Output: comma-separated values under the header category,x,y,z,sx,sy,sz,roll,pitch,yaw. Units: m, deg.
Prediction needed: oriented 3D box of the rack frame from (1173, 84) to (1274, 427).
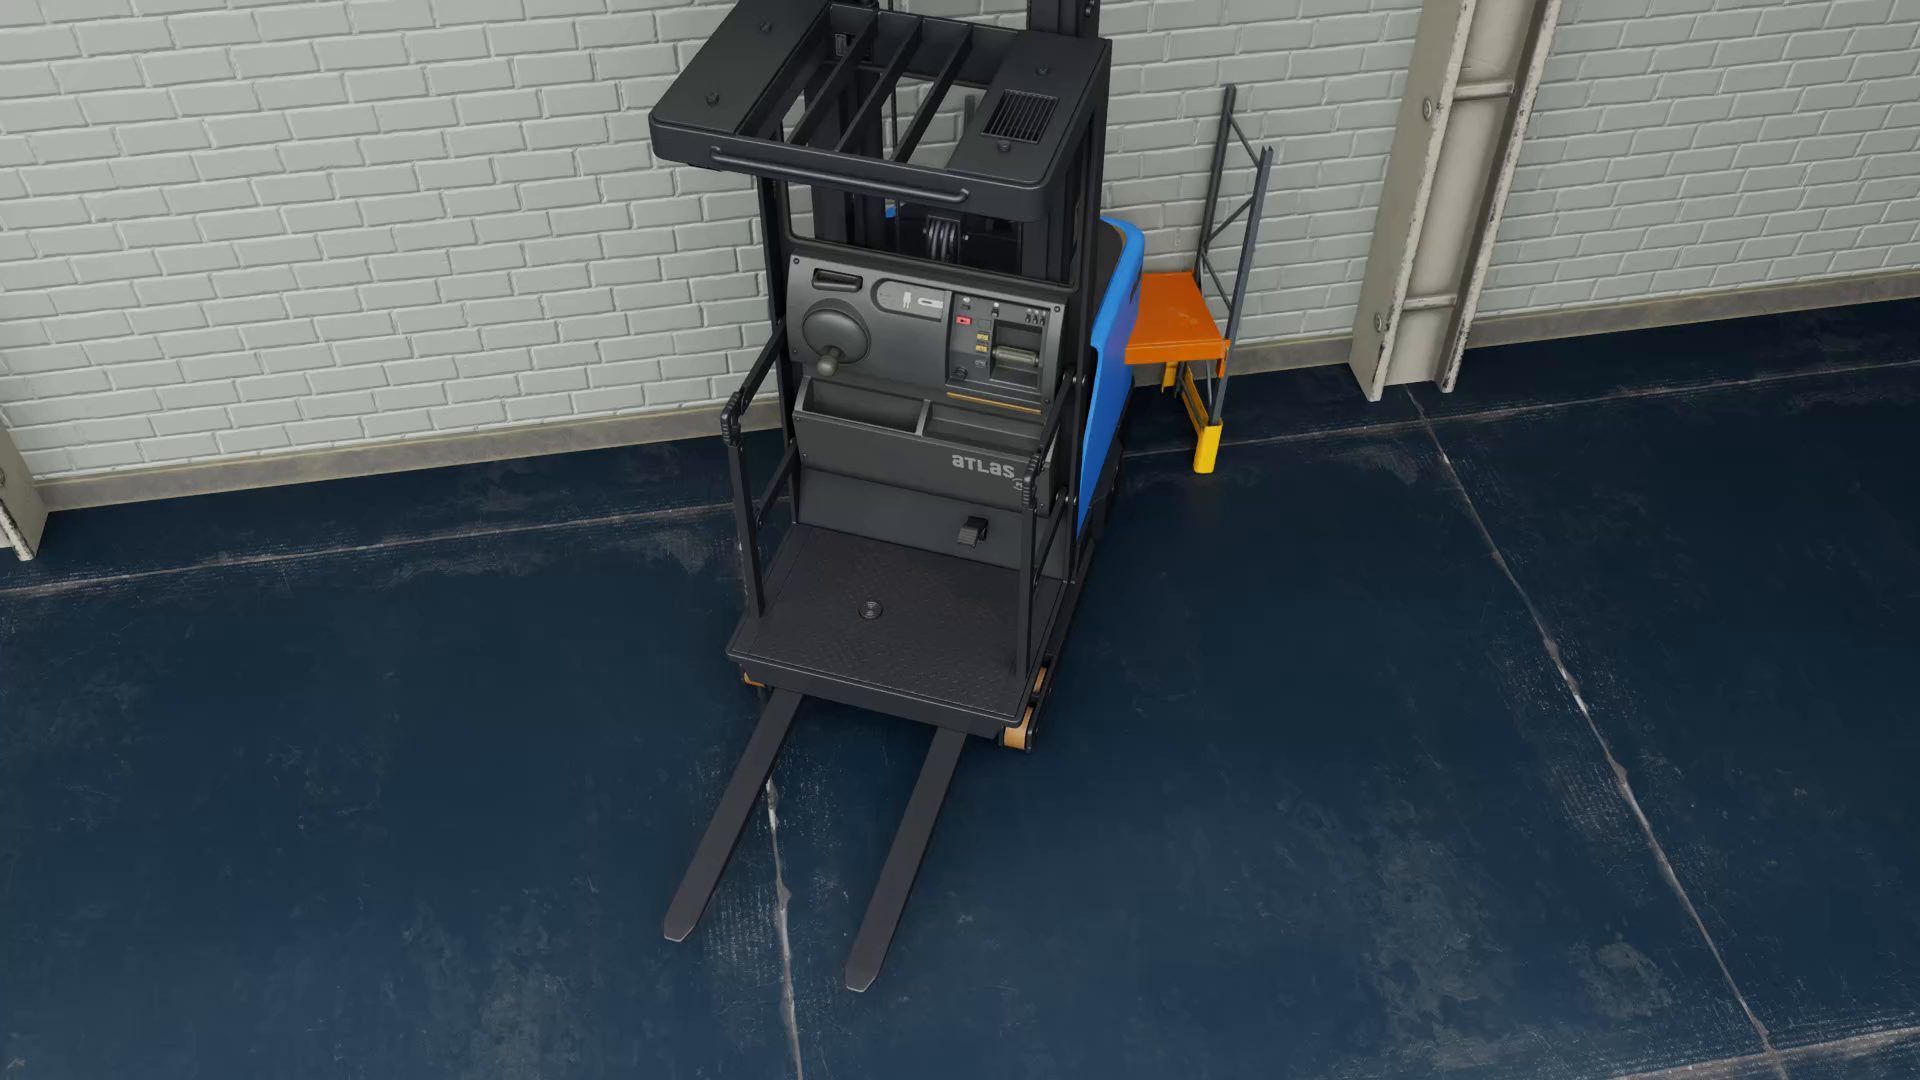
category,x,y,z,sx,sy,sz,roll,pitch,yaw
rack frame,1.040,-1.030,6.708,0.032,1.500,0.500,-5,44,-9

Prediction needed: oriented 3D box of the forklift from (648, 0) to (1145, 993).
category,x,y,z,sx,sy,sz,roll,pitch,yaw
forklift,-0.180,-0.586,5.279,1.130,2.935,3.031,12,47,11

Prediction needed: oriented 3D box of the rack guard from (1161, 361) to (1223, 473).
category,x,y,z,sx,sy,sz,roll,pitch,yaw
rack guard,0.989,-0.573,7.132,0.087,0.250,0.587,-5,44,-9

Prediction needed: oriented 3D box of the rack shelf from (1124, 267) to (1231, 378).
category,x,y,z,sx,sy,sz,roll,pitch,yaw
rack shelf,0.531,-0.857,6.749,1.000,0.185,0.538,-5,44,-9

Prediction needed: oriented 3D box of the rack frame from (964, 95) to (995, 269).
category,x,y,z,sx,sy,sz,roll,pitch,yaw
rack frame,0.041,-0.946,6.544,0.032,1.500,0.500,-5,44,-9

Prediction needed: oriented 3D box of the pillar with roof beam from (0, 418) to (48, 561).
category,x,y,z,sx,sy,sz,roll,pitch,yaw
pillar with roof beam,-3.205,-0.076,0.574,0.400,9.000,9.100,-7,46,-7

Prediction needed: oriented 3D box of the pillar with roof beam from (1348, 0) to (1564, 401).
category,x,y,z,sx,sy,sz,roll,pitch,yaw
pillar with roof beam,2.708,-0.813,1.284,0.400,9.000,9.100,-7,46,-7

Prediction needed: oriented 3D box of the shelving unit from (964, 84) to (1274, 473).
category,x,y,z,sx,sy,sz,roll,pitch,yaw
shelving unit,0.532,-0.987,6.625,1.083,1.500,0.587,-5,44,-9
